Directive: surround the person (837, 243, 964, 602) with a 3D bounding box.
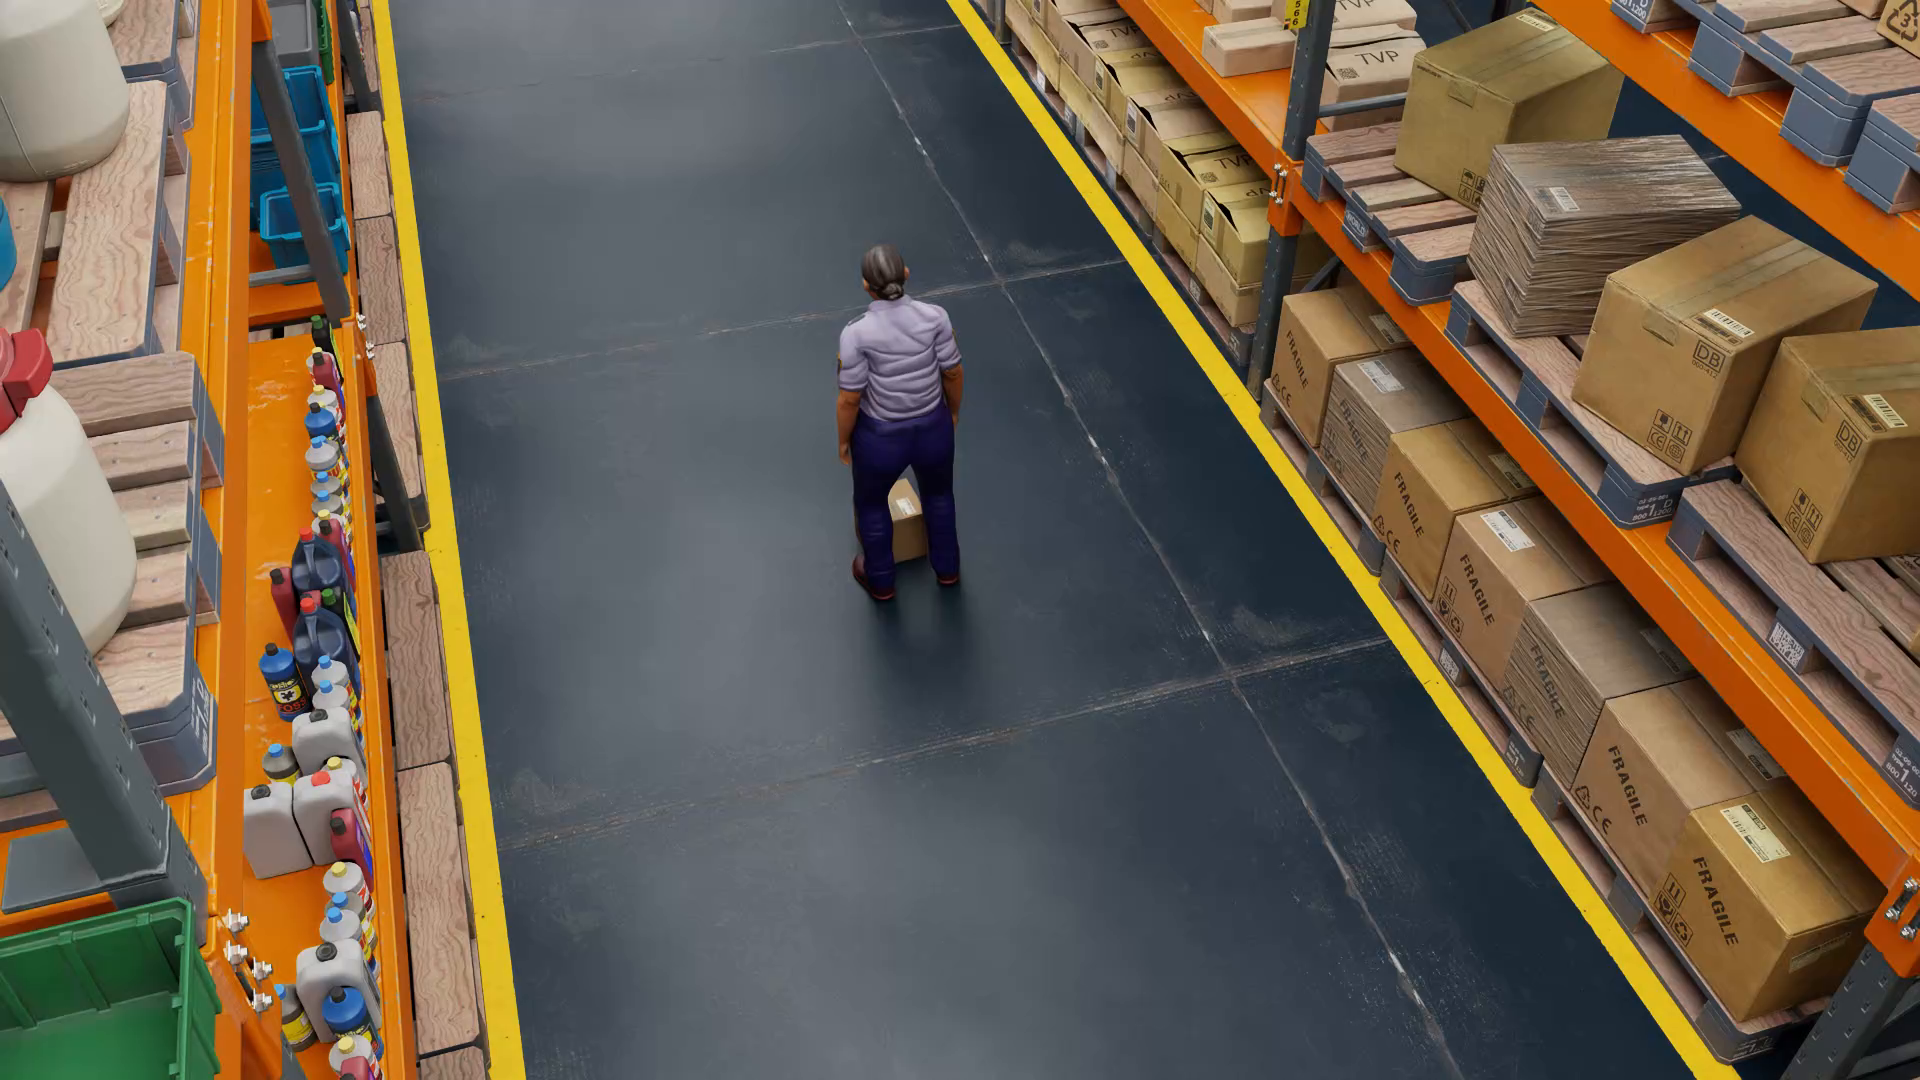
[{"bbox_3d":[-0.231,-0.439,6.646,0.548,1.650,0.374,-14,44,-15],"label":"person"}]
